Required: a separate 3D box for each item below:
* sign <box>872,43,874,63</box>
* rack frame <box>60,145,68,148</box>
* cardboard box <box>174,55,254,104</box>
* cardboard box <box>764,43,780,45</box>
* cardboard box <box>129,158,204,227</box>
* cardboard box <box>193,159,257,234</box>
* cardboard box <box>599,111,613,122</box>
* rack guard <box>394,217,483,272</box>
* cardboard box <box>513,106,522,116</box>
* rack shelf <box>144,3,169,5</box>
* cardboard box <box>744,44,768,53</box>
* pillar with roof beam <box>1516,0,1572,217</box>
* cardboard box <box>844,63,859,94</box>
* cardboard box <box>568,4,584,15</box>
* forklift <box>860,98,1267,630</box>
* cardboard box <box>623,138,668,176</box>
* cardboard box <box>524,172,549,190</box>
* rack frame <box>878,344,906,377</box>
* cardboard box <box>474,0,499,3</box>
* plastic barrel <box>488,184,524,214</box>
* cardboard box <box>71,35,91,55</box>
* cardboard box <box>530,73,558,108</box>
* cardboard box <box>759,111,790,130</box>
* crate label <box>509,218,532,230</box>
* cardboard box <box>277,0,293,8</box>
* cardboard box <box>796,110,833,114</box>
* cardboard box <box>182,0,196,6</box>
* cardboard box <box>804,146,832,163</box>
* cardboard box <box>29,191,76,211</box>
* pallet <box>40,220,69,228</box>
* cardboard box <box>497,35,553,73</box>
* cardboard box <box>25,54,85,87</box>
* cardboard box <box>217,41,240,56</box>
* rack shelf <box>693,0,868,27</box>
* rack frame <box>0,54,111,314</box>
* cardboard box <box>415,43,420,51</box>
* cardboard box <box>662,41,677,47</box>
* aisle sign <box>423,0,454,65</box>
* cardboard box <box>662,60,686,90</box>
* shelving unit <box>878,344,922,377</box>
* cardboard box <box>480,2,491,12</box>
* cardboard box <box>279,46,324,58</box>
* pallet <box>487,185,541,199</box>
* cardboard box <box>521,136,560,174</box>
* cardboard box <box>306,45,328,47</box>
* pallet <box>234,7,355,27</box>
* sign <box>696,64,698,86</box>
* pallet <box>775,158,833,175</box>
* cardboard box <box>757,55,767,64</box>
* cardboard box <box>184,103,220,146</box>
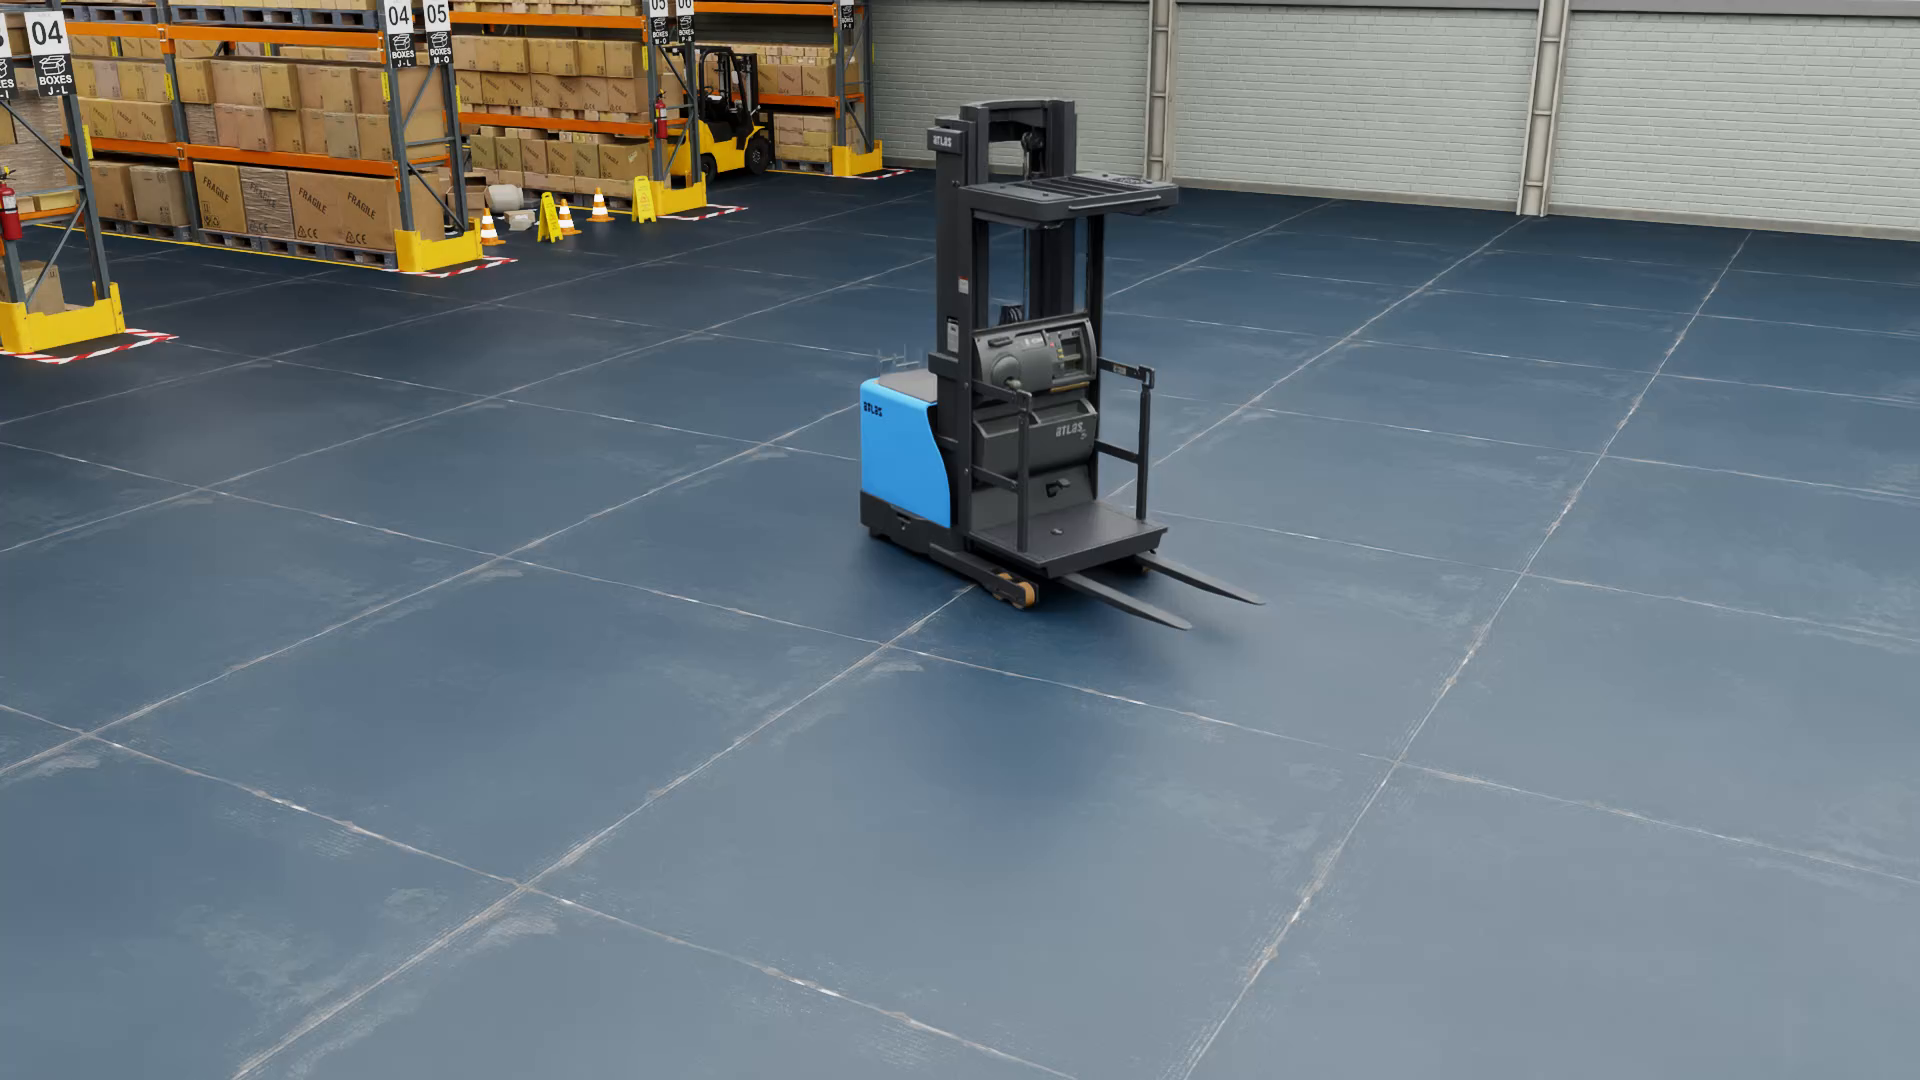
[{"bbox_3d":[-1.535,-8.472,28.935,0.005,0.325,0.100,11,23,27],"label":"sign"},{"bbox_3d":[-13.538,-6.225,24.127,0.127,3.000,1.000,11,23,27],"label":"rack frame"},{"bbox_3d":[-9.741,-6.066,21.886,0.550,0.550,0.875,11,23,27],"label":"cardboard box"},{"bbox_3d":[-3.336,-8.740,29.527,0.250,0.149,0.380,11,23,28],"label":"cardboard box"},{"bbox_3d":[-10.632,-4.776,22.816,0.750,0.750,1.050,11,23,27],"label":"cardboard box"},{"bbox_3d":[-9.531,-4.633,22.238,0.875,0.875,0.875,11,23,28],"label":"cardboard box"},{"bbox_3d":[-5.147,-6.323,24.767,0.250,0.149,0.380,10,22,26],"label":"cardboard box"},{"bbox_3d":[-6.533,-3.715,20.874,0.348,0.500,1.175,11,23,27],"label":"rack guard"},{"bbox_3d":[-6.662,-6.636,25.628,0.250,0.149,0.380,11,23,27],"label":"cardboard box"},{"bbox_3d":[-12.958,-9.120,28.764,4.000,0.370,1.077,11,23,27],"label":"rack shelf"},{"bbox_3d":[-3.568,-8.605,29.155,0.250,0.149,0.380,11,23,28],"label":"cardboard box"},{"bbox_3d":[6.398,-7.790,19.645,0.400,9.000,9.100,11,23,27],"label":"pillar with roof beam"},{"bbox_3d":[-2.108,-8.075,29.081,0.500,0.500,0.500,12,23,29],"label":"cardboard box"},{"bbox_3d":[-5.554,-7.828,24.516,0.250,0.149,0.380,11,22,27],"label":"cardboard box"},{"bbox_3d":[0.608,-1.145,10.222,1.130,2.935,3.031,-15,25,-35],"label":"forklift"},{"bbox_3d":[-4.818,-5.862,25.445,0.500,0.500,0.500,10,22,26],"label":"cardboard box"},{"bbox_3d":[-6.401,-5.604,25.830,0.500,0.250,0.500,10,22,27],"label":"cardboard box"},{"bbox_3d":[-0.473,-0.780,11.756,0.240,1.200,0.006,-15,25,-35],"label":"rack frame"},{"bbox_3d":[-7.015,-8.292,25.210,0.500,0.250,0.500,11,22,27],"label":"cardboard box"},{"bbox_3d":[-6.770,-5.067,24.712,0.512,0.421,0.421,-7,21,-20],"label":"plastic barrel"},{"bbox_3d":[-15.690,-8.981,30.111,0.500,0.500,0.500,10,22,27],"label":"cardboard box"},{"bbox_3d":[-6.139,-6.839,25.236,0.500,0.500,0.500,11,23,28],"label":"cardboard box"},{"bbox_3d":[-3.259,-7.386,29.278,0.500,0.250,0.500,11,23,28],"label":"cardboard box"},{"bbox_3d":[-6.194,-4.452,23.437,0.298,0.136,0.250,0,20,-1],"label":"crate label"},{"bbox_3d":[-8.118,-6.597,20.359,0.250,0.149,0.380,11,23,28],"label":"cardboard box"},{"bbox_3d":[-2.576,-7.456,29.472,0.500,0.250,0.500,11,23,27],"label":"cardboard box"},{"bbox_3d":[-9.667,-6.892,21.173,0.250,0.149,0.380,11,23,28],"label":"cardboard box"},{"bbox_3d":[-2.375,-6.752,28.997,0.500,0.250,0.500,11,23,28],"label":"cardboard box"},{"bbox_3d":[-9.194,-3.435,16.804,0.250,0.149,0.380,11,23,27],"label":"cardboard box"},{"bbox_3d":[-12.886,-4.760,24.179,1.213,0.211,1.003,11,23,27],"label":"pallet"},{"bbox_3d":[-6.581,-7.386,25.279,0.500,0.500,0.700,10,22,26],"label":"cardboard box"},{"bbox_3d":[-12.709,-6.581,23.495,0.500,0.500,0.700,10,22,27],"label":"cardboard box"},{"bbox_3d":[-12.243,-8.323,28.299,0.500,0.500,0.500,11,23,28],"label":"cardboard box"},{"bbox_3d":[-3.557,-9.268,29.171,4.000,0.370,1.077,11,23,27],"label":"rack shelf"},{"bbox_3d":[-9.061,-3.435,16.435,0.127,3.000,1.000,11,23,27],"label":"rack frame"},{"bbox_3d":[-8.841,-7.860,26.483,0.250,0.149,0.380,10,22,26],"label":"cardboard box"},{"bbox_3d":[-5.169,-8.879,29.909,0.250,0.149,0.380,11,23,28],"label":"cardboard box"},{"bbox_3d":[-6.346,-6.194,20.230,0.004,0.787,0.394,11,23,27],"label":"aisle sign"},{"bbox_3d":[-5.043,-8.424,30.042,0.500,0.500,0.500,10,22,26],"label":"cardboard box"},{"bbox_3d":[-0.417,-0.755,11.688,0.258,1.200,0.189,-15,25,-35],"label":"shelving unit"},{"bbox_3d":[-7.096,-8.149,25.400,0.250,0.149,0.380,11,23,27],"label":"cardboard box"},{"bbox_3d":[-10.932,-7.956,27.700,0.500,0.500,0.500,10,22,26],"label":"cardboard box"},{"bbox_3d":[-7.117,-5.638,26.598,1.213,0.211,1.003,11,23,27],"label":"pallet"},{"bbox_3d":[-6.412,-5.957,25.704,0.500,0.500,0.500,12,23,30],"label":"cardboard box"},{"bbox_3d":[-10.680,-8.107,28.116,0.500,0.500,0.500,10,22,26],"label":"cardboard box"},{"bbox_3d":[-8.276,-6.586,20.853,1.213,0.211,1.003,11,23,27],"label":"pallet"},{"bbox_3d":[-3.964,-6.953,24.866,0.005,0.325,0.100,11,23,27],"label":"sign"},{"bbox_3d":[-2.499,-6.667,29.435,1.213,0.211,1.003,11,23,27],"label":"pallet"},{"bbox_3d":[-3.382,-8.395,29.013,0.250,0.149,0.380,11,23,28],"label":"cardboard box"},{"bbox_3d":[-9.718,-5.572,22.108,0.550,0.550,0.875,11,23,27],"label":"cardboard box"}]
